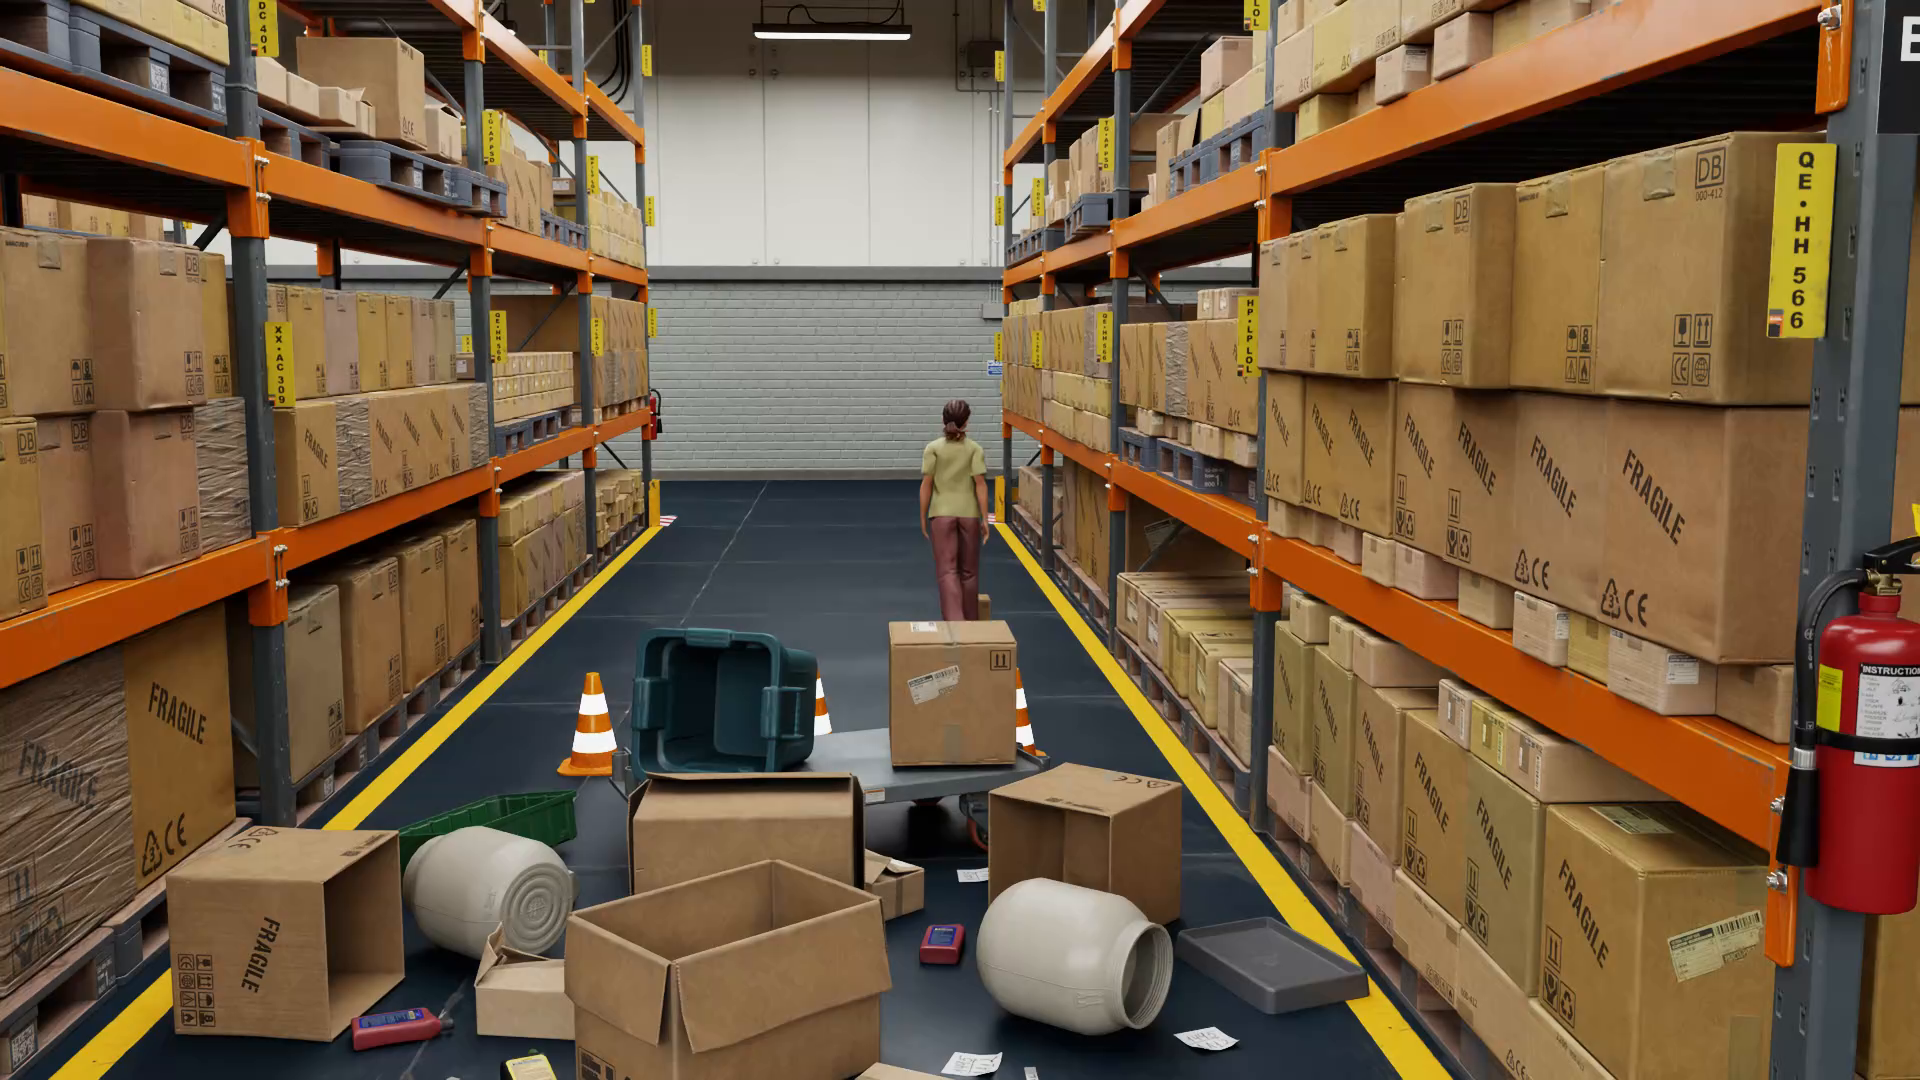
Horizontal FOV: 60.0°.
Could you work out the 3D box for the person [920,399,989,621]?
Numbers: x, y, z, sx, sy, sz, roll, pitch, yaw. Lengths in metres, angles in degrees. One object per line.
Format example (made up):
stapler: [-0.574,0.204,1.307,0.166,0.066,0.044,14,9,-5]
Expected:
person: [-0.055,-0.122,11.225,0.444,1.659,0.658,-1,7,-11]
